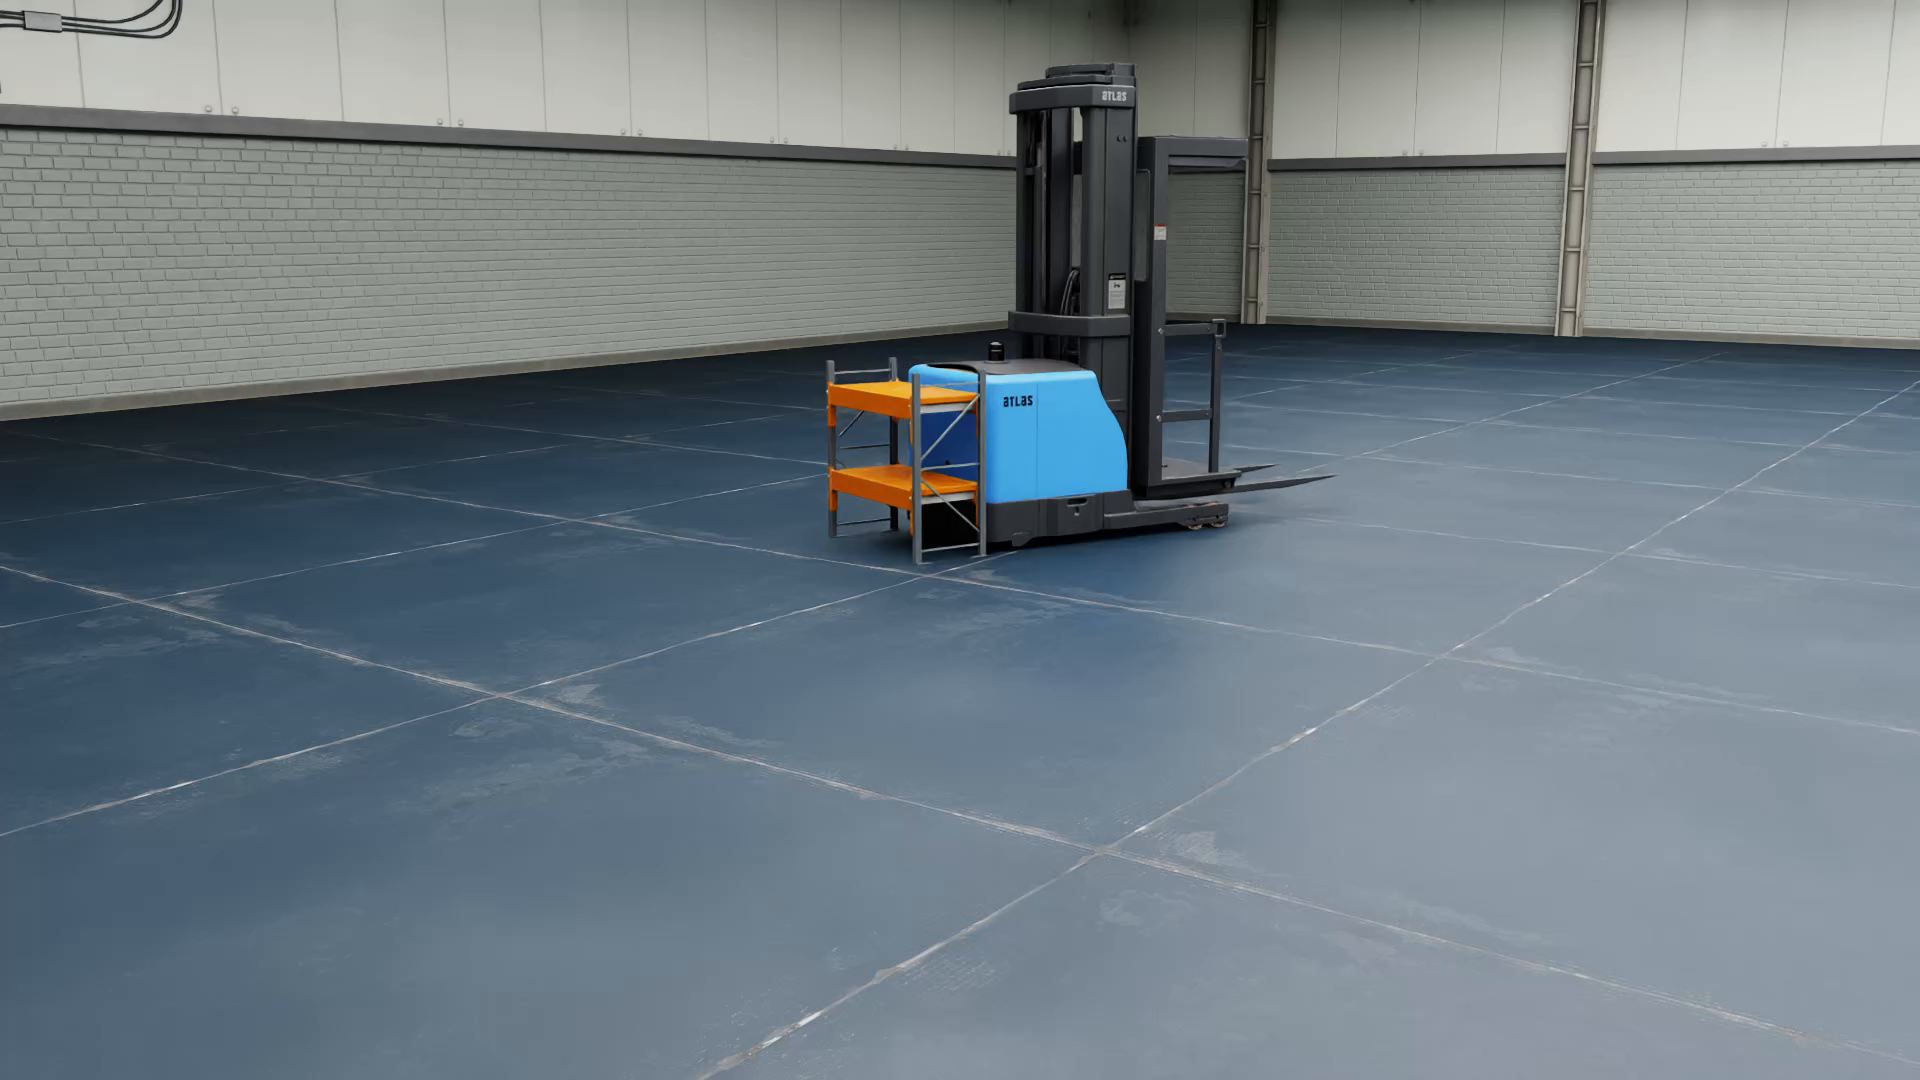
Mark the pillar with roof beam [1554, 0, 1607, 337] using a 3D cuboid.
[{"bbox_3d":[7.978,-7.287,24.503,0.400,9.000,9.100,8,13,36],"label":"pillar with roof beam"}]

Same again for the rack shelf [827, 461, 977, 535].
[{"bbox_3d":[-0.341,-0.271,10.254,0.538,0.278,1.000,-7,13,-33],"label":"rack shelf"}]

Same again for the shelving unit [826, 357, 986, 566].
[{"bbox_3d":[-0.341,-0.511,10.208,0.538,1.125,1.048,-7,13,-33],"label":"shelving unit"}]

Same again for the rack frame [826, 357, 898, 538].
[{"bbox_3d":[-0.620,-0.591,10.625,0.500,1.125,0.032,-7,13,-33],"label":"rack frame"}]

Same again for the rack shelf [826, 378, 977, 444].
[{"bbox_3d":[-0.341,-0.798,10.152,0.538,0.278,1.000,-7,13,-33],"label":"rack shelf"}]

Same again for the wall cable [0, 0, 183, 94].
[{"bbox_3d":[-8.915,-7.453,16.408,0.169,6.003,2.305,8,13,36],"label":"wall cable"}]

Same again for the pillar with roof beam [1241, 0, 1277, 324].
[{"bbox_3d":[3.142,-7.961,27.990,0.548,9.000,9.100,8,13,36],"label":"pillar with roof beam"}]

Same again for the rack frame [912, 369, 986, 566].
[{"bbox_3d":[-0.062,-0.430,9.791,0.500,1.125,0.032,-7,13,-33],"label":"rack frame"}]

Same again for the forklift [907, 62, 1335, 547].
[{"bbox_3d":[1.181,-1.581,10.985,3.031,2.935,1.130,-7,13,-31],"label":"forklift"}]
